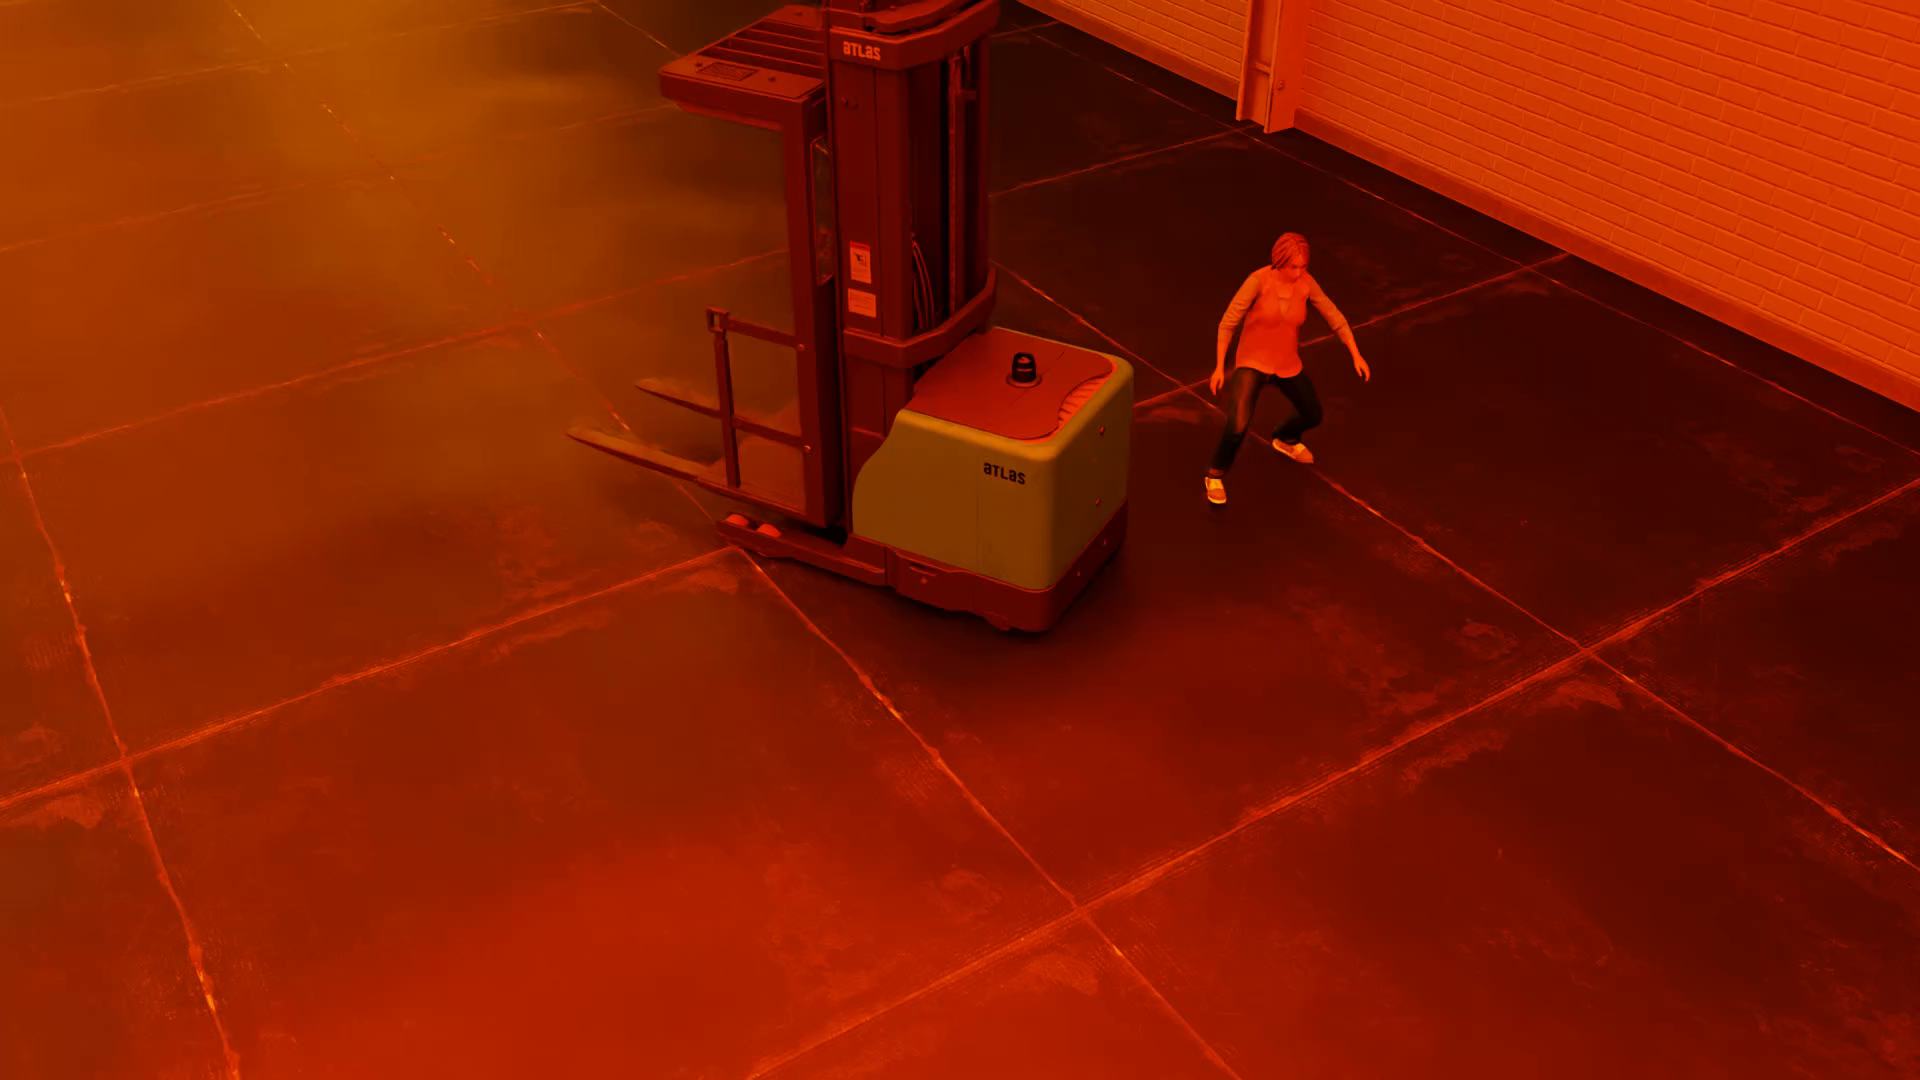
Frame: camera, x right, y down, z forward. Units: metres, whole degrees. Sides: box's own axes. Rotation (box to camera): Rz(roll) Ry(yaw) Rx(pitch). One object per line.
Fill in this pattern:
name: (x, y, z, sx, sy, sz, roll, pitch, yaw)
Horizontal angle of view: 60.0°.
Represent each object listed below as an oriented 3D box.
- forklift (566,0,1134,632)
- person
forklift: (-0.681, -1.358, 8.081, 3.031, 2.935, 1.130, 17, 39, 23)
person: (1.693, -0.927, 8.780, 0.820, 1.466, 0.648, -5, 35, -8)
